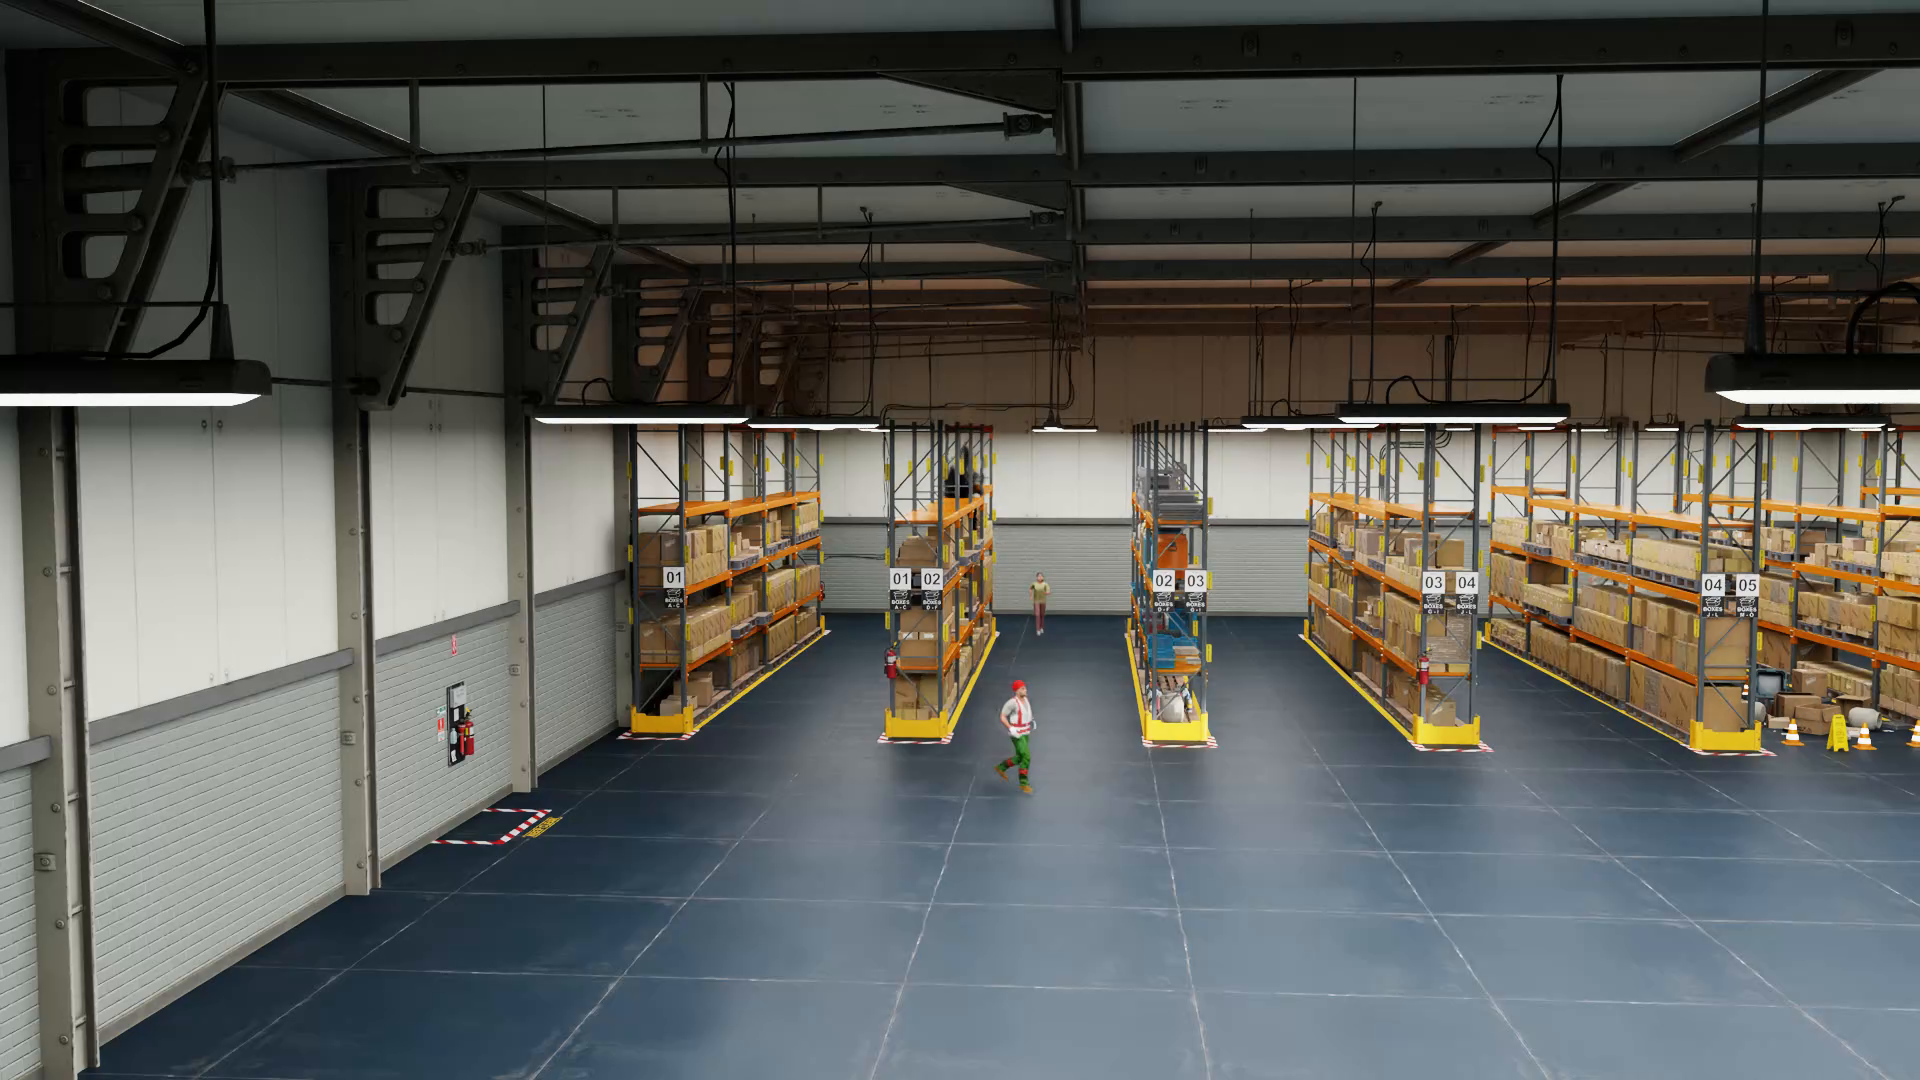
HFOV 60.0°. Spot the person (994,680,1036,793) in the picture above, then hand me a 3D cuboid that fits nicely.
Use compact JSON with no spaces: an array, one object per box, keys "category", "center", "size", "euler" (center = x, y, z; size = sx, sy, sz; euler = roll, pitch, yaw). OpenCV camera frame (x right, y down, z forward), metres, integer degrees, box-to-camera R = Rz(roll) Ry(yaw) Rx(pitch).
[{"category":"person","center":[0.910,3.143,26.795],"size":[0.774,1.803,0.679],"euler":[3,4,36]}]

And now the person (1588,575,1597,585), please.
[{"category":"person","center":[17.940,1.866,47.243],"size":[0.826,1.735,0.715],"euler":[0,4,-1]}]

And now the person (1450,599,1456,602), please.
[{"category":"person","center":[13.349,2.059,45.086],"size":[0.581,1.717,0.755],"euler":[0,4,5]}]

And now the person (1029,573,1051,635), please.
[{"category":"person","center":[2.174,1.732,45.149],"size":[0.574,1.703,0.905],"euler":[0,4,-1]}]
